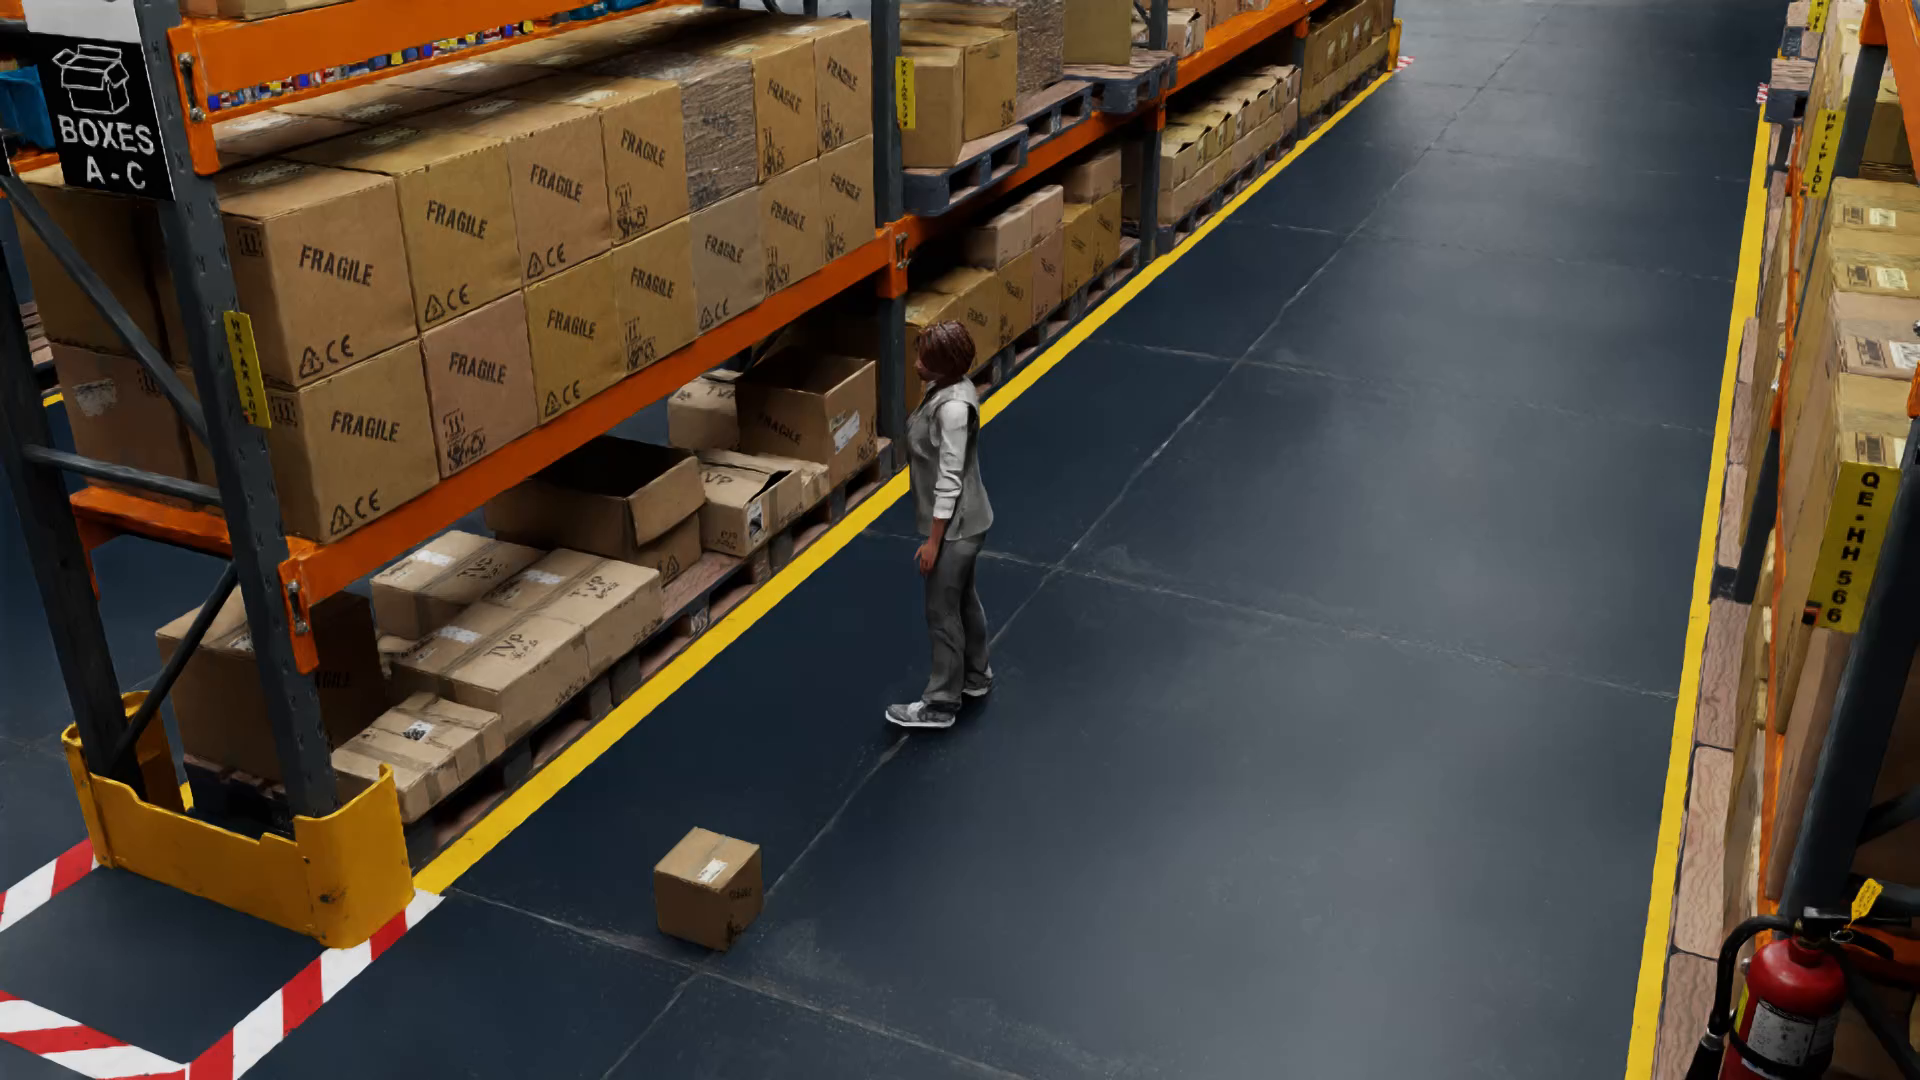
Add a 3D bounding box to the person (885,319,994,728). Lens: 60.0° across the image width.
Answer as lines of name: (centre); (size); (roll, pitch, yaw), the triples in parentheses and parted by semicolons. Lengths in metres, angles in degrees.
person: (-0.080, -0.054, 6.175); (0.421, 1.603, 0.489); (0, 27, -1)
